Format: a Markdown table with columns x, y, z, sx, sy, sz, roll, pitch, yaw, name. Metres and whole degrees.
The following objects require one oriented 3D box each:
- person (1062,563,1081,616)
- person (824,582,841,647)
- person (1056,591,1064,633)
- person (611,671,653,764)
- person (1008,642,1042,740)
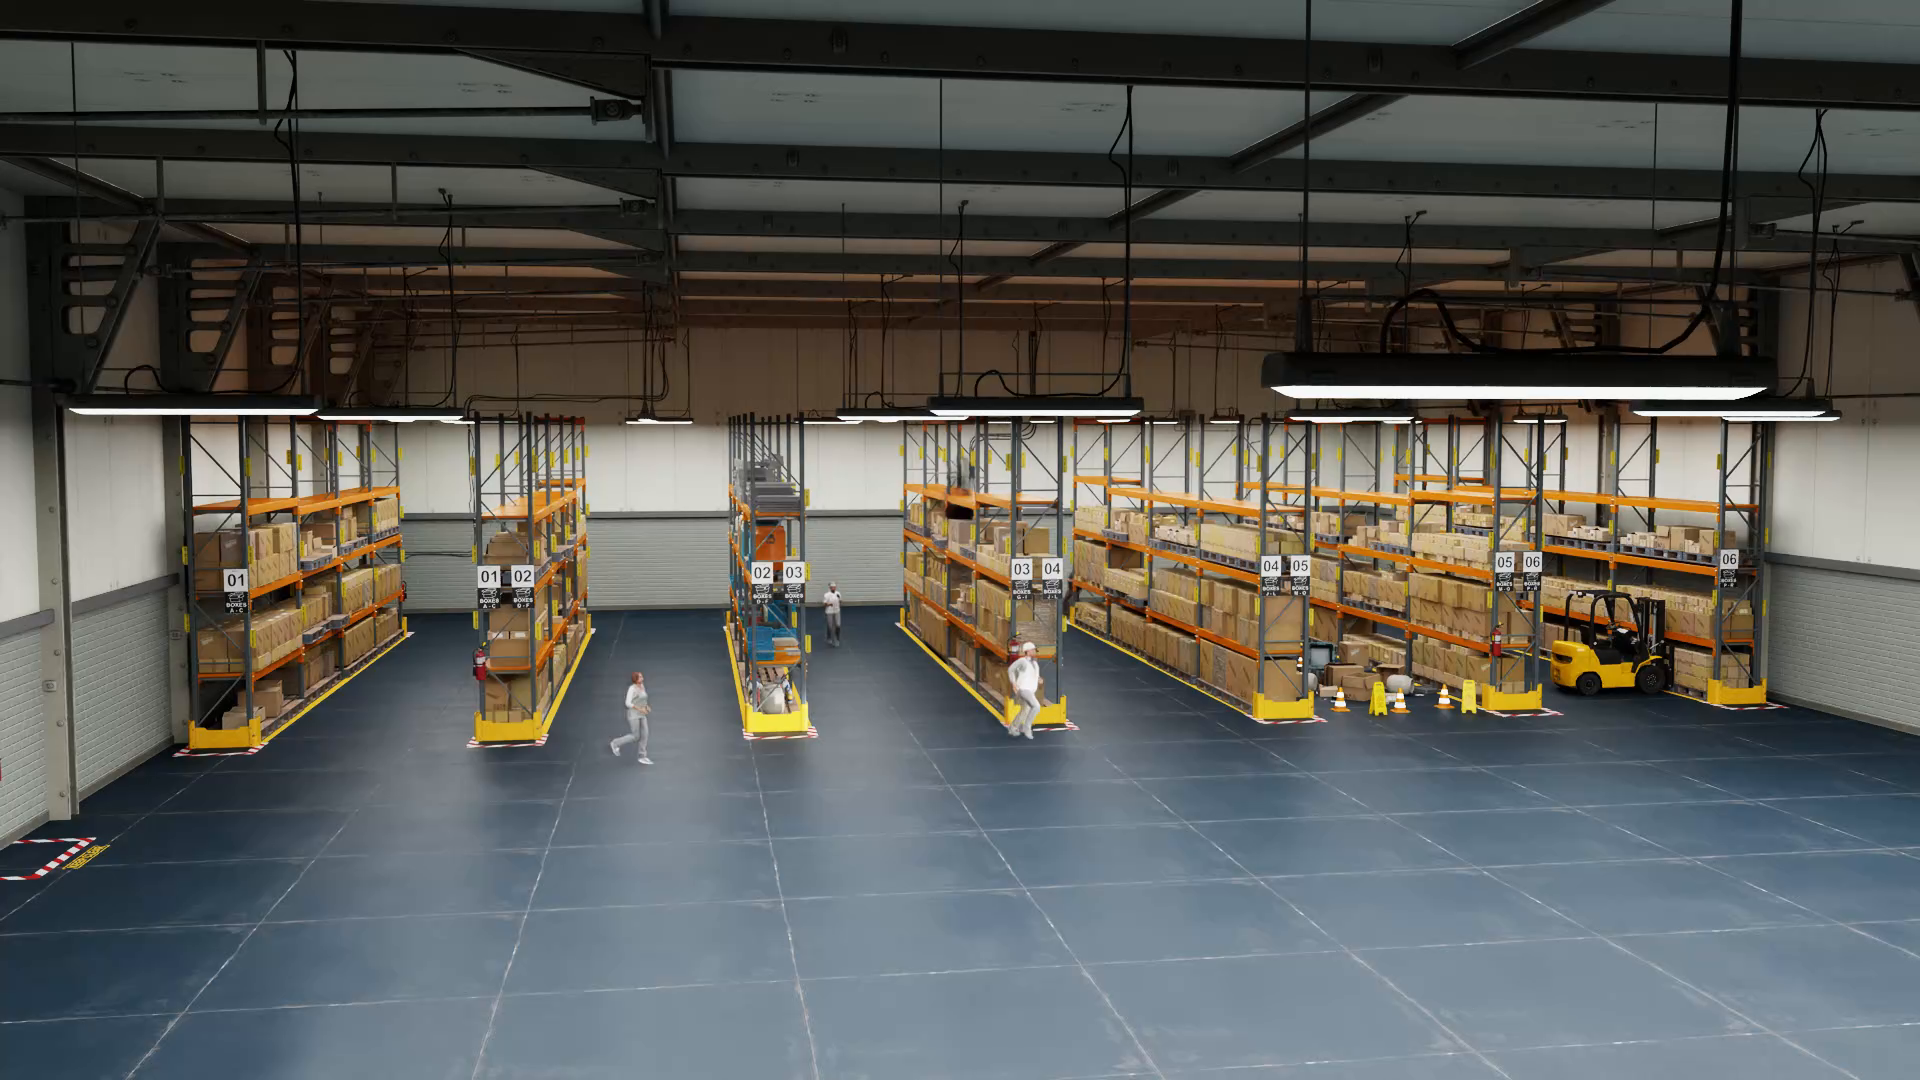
| x | y | z | sx | sy | sz | roll | pitch | yaw | name |
| --- | --- | --- | --- | --- | --- | --- | --- | --- | --- |
| 3.447 | 1.510 | 49.668 | 0.731 | 1.713 | 0.714 | -1 | 4 | -20 | person |
| -3.306 | 1.939 | 43.403 | 0.523 | 1.733 | 0.765 | -1 | 4 | -16 | person |
| 2.522 | 1.836 | 45.690 | 0.585 | 1.623 | 0.995 | -1 | 4 | -19 | person |
| -5.544 | 3.023 | 28.343 | 0.700 | 1.592 | 0.545 | 1 | 4 | 18 | person |
| 1.247 | 2.762 | 30.700 | 0.696 | 1.736 | 0.654 | 2 | 5 | 32 | person |
